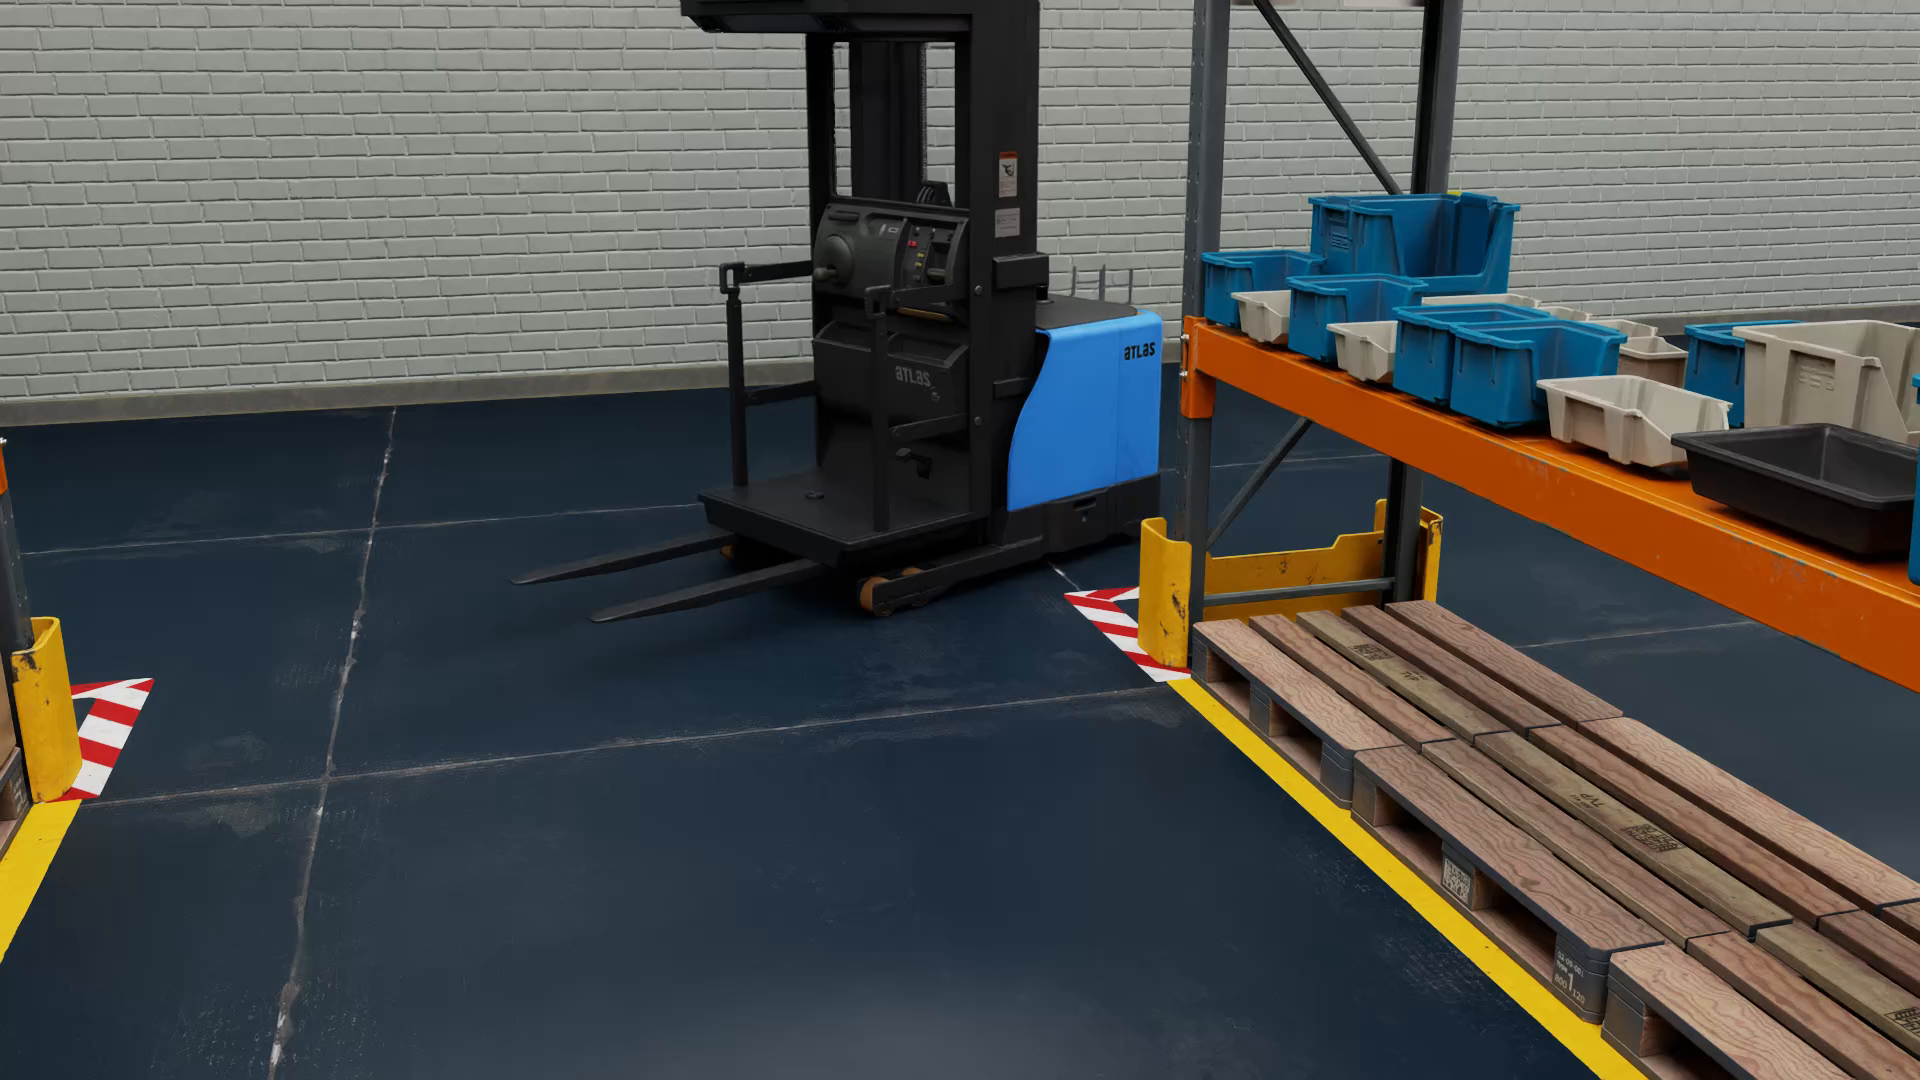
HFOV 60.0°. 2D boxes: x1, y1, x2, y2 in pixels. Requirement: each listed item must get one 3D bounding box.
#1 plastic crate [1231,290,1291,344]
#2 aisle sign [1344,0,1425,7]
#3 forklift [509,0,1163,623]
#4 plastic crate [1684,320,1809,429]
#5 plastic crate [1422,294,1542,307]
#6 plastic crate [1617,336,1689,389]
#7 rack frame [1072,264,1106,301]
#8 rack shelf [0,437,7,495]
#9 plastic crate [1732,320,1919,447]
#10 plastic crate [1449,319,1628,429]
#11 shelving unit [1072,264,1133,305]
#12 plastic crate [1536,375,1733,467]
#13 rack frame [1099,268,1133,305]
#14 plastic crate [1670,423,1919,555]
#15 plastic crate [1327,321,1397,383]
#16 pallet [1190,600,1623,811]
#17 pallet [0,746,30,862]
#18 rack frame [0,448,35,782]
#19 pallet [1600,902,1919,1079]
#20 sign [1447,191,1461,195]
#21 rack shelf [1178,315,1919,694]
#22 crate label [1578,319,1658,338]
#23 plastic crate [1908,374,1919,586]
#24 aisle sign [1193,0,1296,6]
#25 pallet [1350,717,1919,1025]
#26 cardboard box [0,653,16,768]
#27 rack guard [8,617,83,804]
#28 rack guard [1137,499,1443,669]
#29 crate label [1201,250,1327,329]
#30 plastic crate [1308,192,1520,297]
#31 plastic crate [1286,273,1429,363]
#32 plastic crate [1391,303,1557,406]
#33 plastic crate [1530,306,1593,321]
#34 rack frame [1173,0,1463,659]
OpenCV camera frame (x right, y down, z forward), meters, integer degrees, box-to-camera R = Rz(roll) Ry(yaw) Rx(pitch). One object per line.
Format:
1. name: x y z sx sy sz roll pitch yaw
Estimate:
1. plastic crate: 1.075 -0.744 5.569 0.250 0.136 0.298 -5 17 -15
2. aisle sign: 1.577 -2.319 5.940 0.394 0.787 0.004 -5 17 -15
3. forklift: -0.463 -1.252 7.026 3.031 2.935 1.130 -15 22 -40
4. plastic crate: 2.126 -0.432 4.363 0.416 0.233 0.300 -5 17 -15
5. plastic crate: 1.713 -0.722 5.497 0.396 0.136 0.243 -5 17 -15
6. plastic crate: 1.978 -0.486 4.708 0.298 0.136 0.250 -5 17 -15
7. rack frame: 0.635 -0.799 8.511 0.240 1.200 0.006 -12 21 -42
8. rack shelf: -2.899 0.257 3.132 1.077 0.370 4.000 -5 17 -15
9. plastic crate: 2.172 -0.334 3.950 0.437 0.282 0.530 -5 17 -15
10. plastic crate: 1.511 -0.438 4.383 0.416 0.233 0.300 -5 17 -15
11. shelving unit: 0.697 -0.780 8.447 0.258 1.200 0.189 -12 21 -42
12. plastic crate: 1.647 -0.285 4.041 0.293 0.136 0.466 -5 17 -15
13. rack frame: 0.759 -0.761 8.382 0.240 1.200 0.006 -12 21 -42
14. plastic crate: 1.849 -0.110 3.478 0.437 0.125 0.590 -5 17 -15
15. plastic crate: 1.262 -0.556 4.944 0.250 0.136 0.298 -5 17 -15
16. pallet: 1.505 0.536 5.802 1.003 0.211 1.213 -5 17 -15
17. pallet: -3.208 0.937 4.468 1.003 0.211 1.213 -5 17 -15
18. rack frame: -3.448 -0.641 4.871 1.000 3.000 0.127 -5 17 -15
19. pallet: 2.175 1.210 3.555 1.003 0.211 1.213 -5 17 -15
20. sign: 1.840 -1.157 6.307 0.100 0.325 0.005 -5 17 -15
21. rack shelf: 1.865 -0.133 4.433 1.077 0.370 4.000 -5 17 -15
22. crate label: 1.879 -0.566 4.976 0.396 0.136 0.243 -5 17 -15
23. plastic crate: 1.958 -0.048 2.821 0.392 0.384 0.575 -5 17 -15
24. aisle sign: 1.010 -2.273 5.785 0.394 0.787 0.004 -5 17 -15
25. pallet: 1.836 0.872 4.681 1.003 0.211 1.213 -5 17 -15
26. cardboard box: -3.062 0.477 4.731 0.500 0.500 0.500 -5 17 -15
27. rack guard: -3.428 0.578 5.160 1.175 0.500 0.348 -5 17 -15
28. rack guard: 1.296 0.160 6.549 1.175 0.500 0.348 -5 17 -15
29. crate label: 1.067 -0.885 5.872 0.416 0.233 0.303 -5 17 -15
30. plastic crate: 1.587 -0.999 5.898 0.616 0.435 0.499 -5 17 -15
31. plastic crate: 1.247 -0.703 5.266 0.416 0.233 0.300 -5 17 -15
32. plastic crate: 1.428 -0.521 4.660 0.416 0.233 0.300 -5 17 -15
33. plastic crate: 1.779 -0.641 5.226 0.396 0.136 0.243 -5 17 -15
34. rack frame: 1.315 -1.031 6.171 1.000 3.000 0.127 -5 17 -15
